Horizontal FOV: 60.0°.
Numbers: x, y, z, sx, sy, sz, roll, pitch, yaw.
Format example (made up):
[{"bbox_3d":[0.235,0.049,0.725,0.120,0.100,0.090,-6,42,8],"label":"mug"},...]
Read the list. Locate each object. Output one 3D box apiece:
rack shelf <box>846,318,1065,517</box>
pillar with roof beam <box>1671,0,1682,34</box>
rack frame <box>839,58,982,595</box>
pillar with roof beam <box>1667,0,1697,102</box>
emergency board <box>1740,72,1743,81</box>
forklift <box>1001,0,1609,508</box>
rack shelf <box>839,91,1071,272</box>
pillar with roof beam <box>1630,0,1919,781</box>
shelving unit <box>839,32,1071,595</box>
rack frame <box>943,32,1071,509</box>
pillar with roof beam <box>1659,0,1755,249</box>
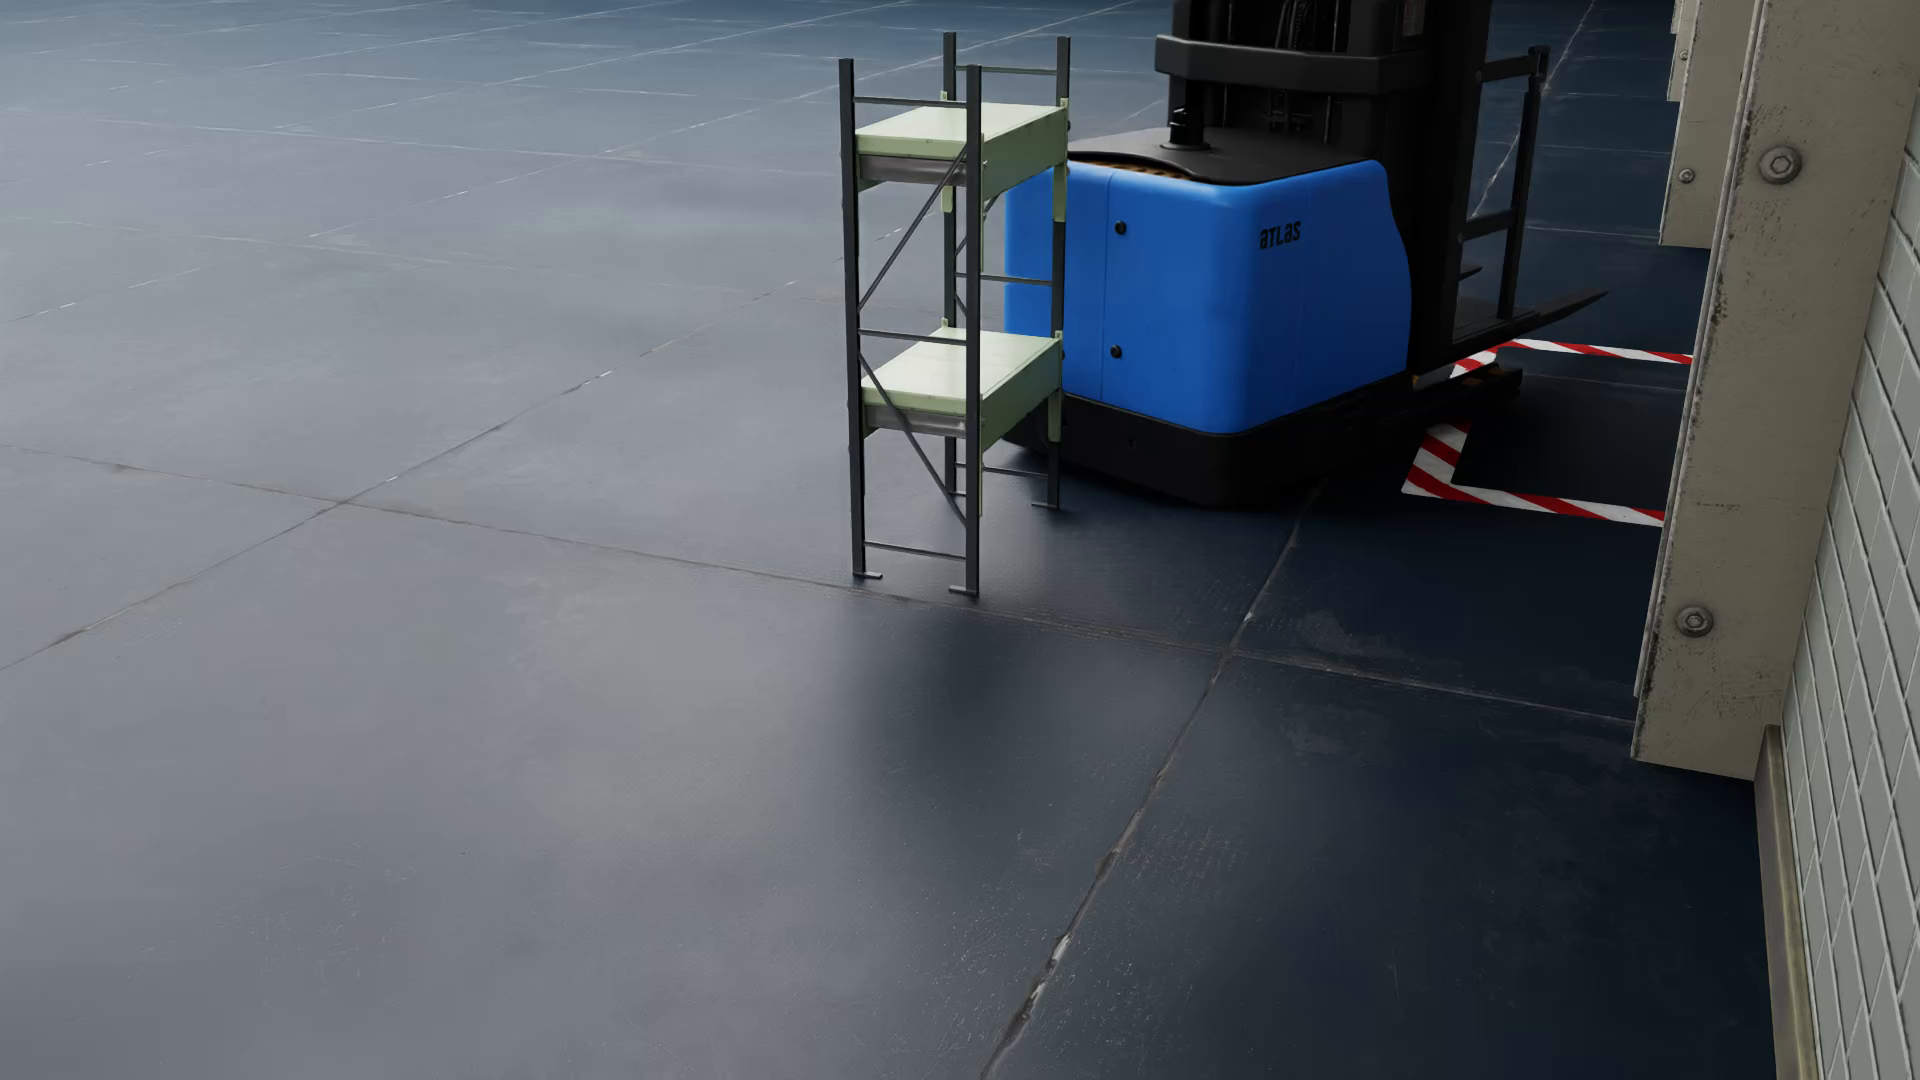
[{"bbox_3d":[0.002,-0.394,5.092,0.431,0.370,0.720,9,24,20],"label":"rack shelf"},{"bbox_3d":[4.516,-10.733,19.271,9.100,9.000,0.400,9,24,20],"label":"pillar with roof beam"},{"bbox_3d":[-0.133,-0.563,4.653,0.400,1.500,0.023,9,24,20],"label":"rack frame"},{"bbox_3d":[2.287,-8.586,14.131,9.100,9.000,0.400,9,24,20],"label":"pillar with roof beam"},{"bbox_3d":[2.780,-1.786,5.635,0.194,1.169,0.643,9,24,20],"label":"emergency board"},{"bbox_3d":[1.540,-1.929,6.066,3.031,2.935,1.130,-21,30,-40],"label":"forklift"},{"bbox_3d":[0.002,-1.055,4.816,0.431,0.370,0.720,9,24,20],"label":"rack shelf"},{"bbox_3d":[-2.170,-4.292,3.850,9.100,9.000,0.400,9,24,20],"label":"pillar with roof beam"},{"bbox_3d":[0.002,-0.694,4.967,0.431,1.500,0.755,9,24,20],"label":"shelving unit"},{"bbox_3d":[0.138,-0.825,5.280,0.400,1.500,0.023,9,24,20],"label":"rack frame"},{"bbox_3d":[0.059,-6.439,8.990,9.100,9.000,0.400,9,24,20],"label":"pillar with roof beam"}]
